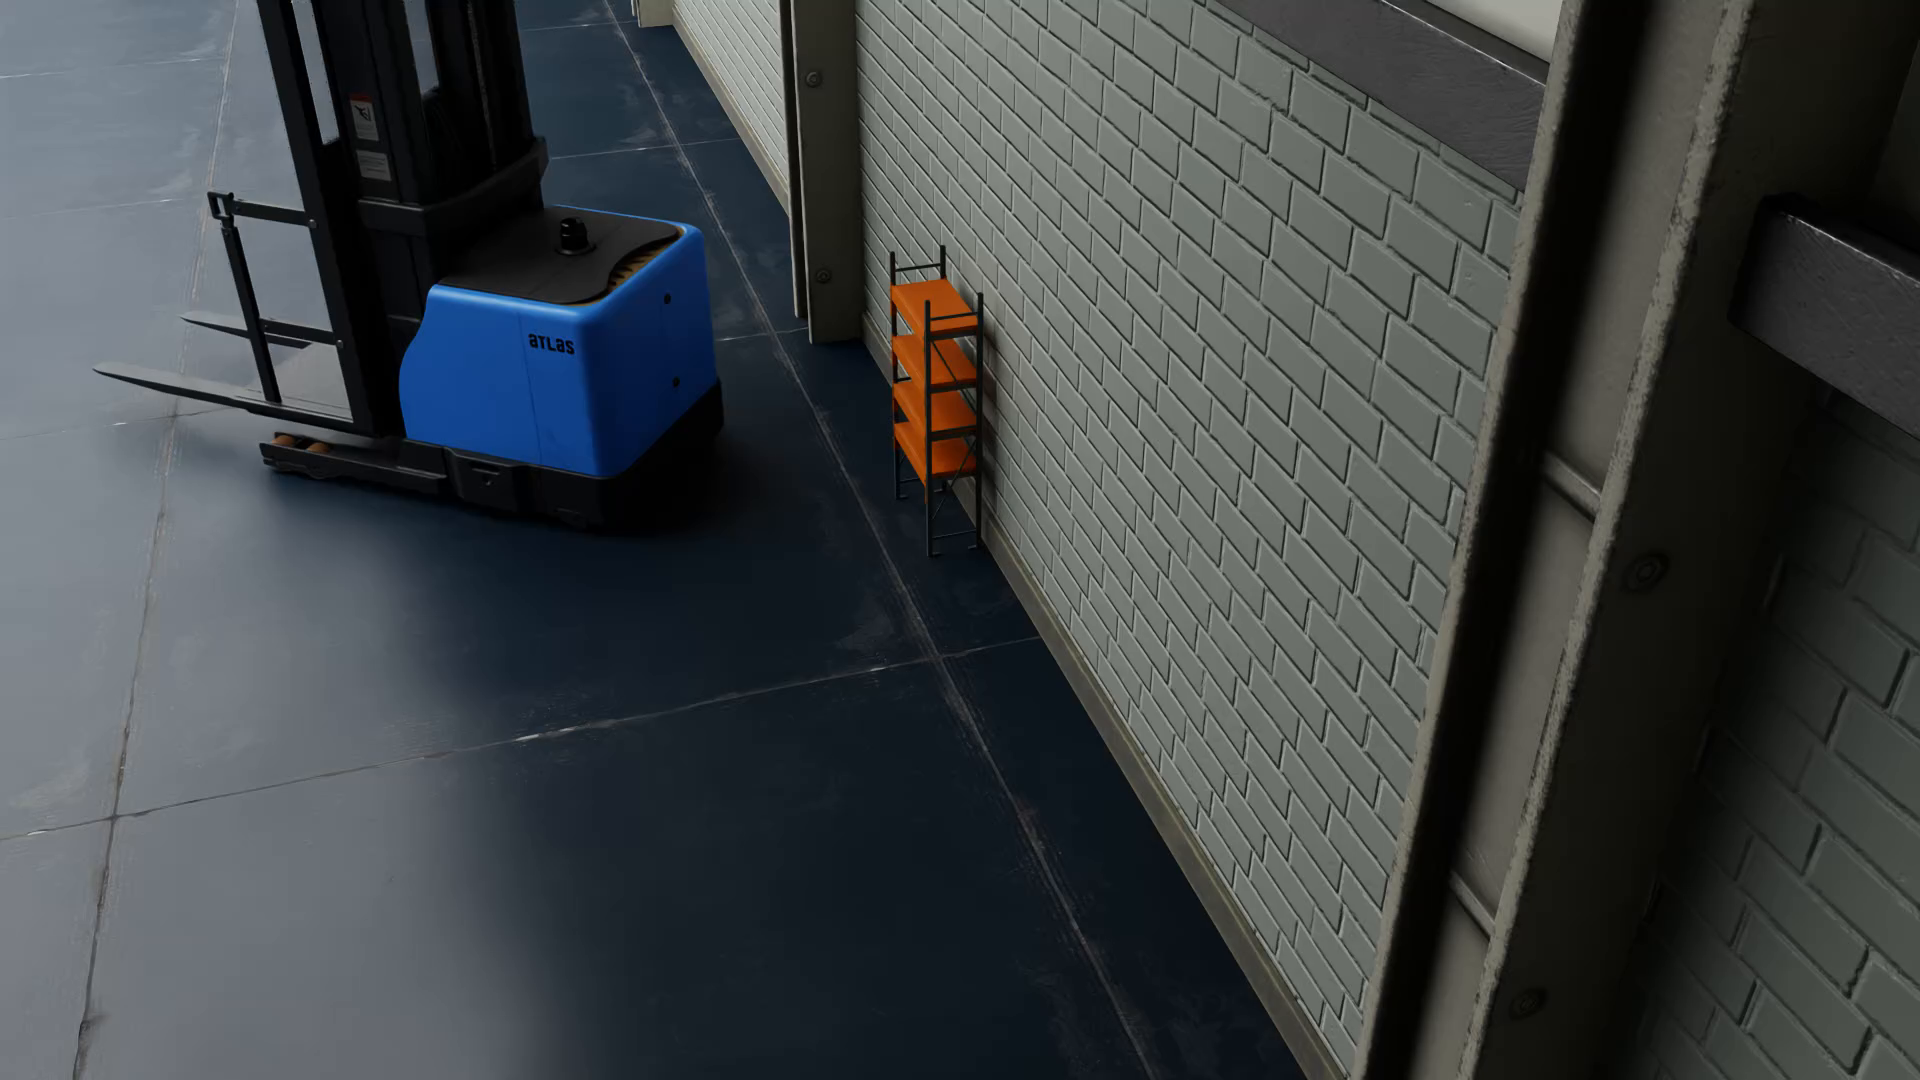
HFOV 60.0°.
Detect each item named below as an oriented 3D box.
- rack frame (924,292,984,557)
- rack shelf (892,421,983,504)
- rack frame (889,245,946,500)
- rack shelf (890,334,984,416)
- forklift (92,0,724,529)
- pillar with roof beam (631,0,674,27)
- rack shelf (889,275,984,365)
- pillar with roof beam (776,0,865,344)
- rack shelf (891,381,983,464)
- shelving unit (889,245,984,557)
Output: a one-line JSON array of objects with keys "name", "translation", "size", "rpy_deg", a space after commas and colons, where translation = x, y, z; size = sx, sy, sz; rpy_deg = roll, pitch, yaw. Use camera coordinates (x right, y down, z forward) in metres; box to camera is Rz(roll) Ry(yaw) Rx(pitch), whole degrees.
[{"name": "rack frame", "translation": [-0.024, -0.452, 6.845], "size": [0.240, 1.200, 0.015], "rpy_deg": [-10, 35, -15]}, {"name": "rack shelf", "translation": [-0.101, -0.358, 7.185], "size": [0.258, 0.148, 0.480], "rpy_deg": [-10, 35, -15]}, {"name": "rack frame", "translation": [-0.177, -0.708, 7.232], "size": [0.240, 1.200, 0.015], "rpy_deg": [-10, 35, -15]}, {"name": "rack shelf", "translation": [-0.100, -0.710, 6.953], "size": [0.258, 0.148, 0.480], "rpy_deg": [-10, 35, -15]}, {"name": "forklift", "translation": [-2.701, -1.763, 7.259], "size": [3.031, 2.935, 1.130], "rpy_deg": [11, 35, 17]}, {"name": "pillar with roof beam", "translation": [-6.630, -7.348, 10.207], "size": [9.100, 9.000, 0.400], "rpy_deg": [-10, 35, -15]}, {"name": "rack shelf", "translation": [-0.100, -0.908, 6.822], "size": [0.258, 0.148, 0.480], "rpy_deg": [-10, 35, -15]}, {"name": "pillar with roof beam", "translation": [-4.800, -4.197, 5.440], "size": [9.100, 9.000, 0.400], "rpy_deg": [-10, 35, -15]}, {"name": "rack shelf", "translation": [-0.101, -0.524, 7.076], "size": [0.258, 0.148, 0.480], "rpy_deg": [-10, 35, -15]}, {"name": "shelving unit", "translation": [-0.101, -0.580, 7.039], "size": [0.258, 1.200, 0.503], "rpy_deg": [-10, 35, -15]}]
